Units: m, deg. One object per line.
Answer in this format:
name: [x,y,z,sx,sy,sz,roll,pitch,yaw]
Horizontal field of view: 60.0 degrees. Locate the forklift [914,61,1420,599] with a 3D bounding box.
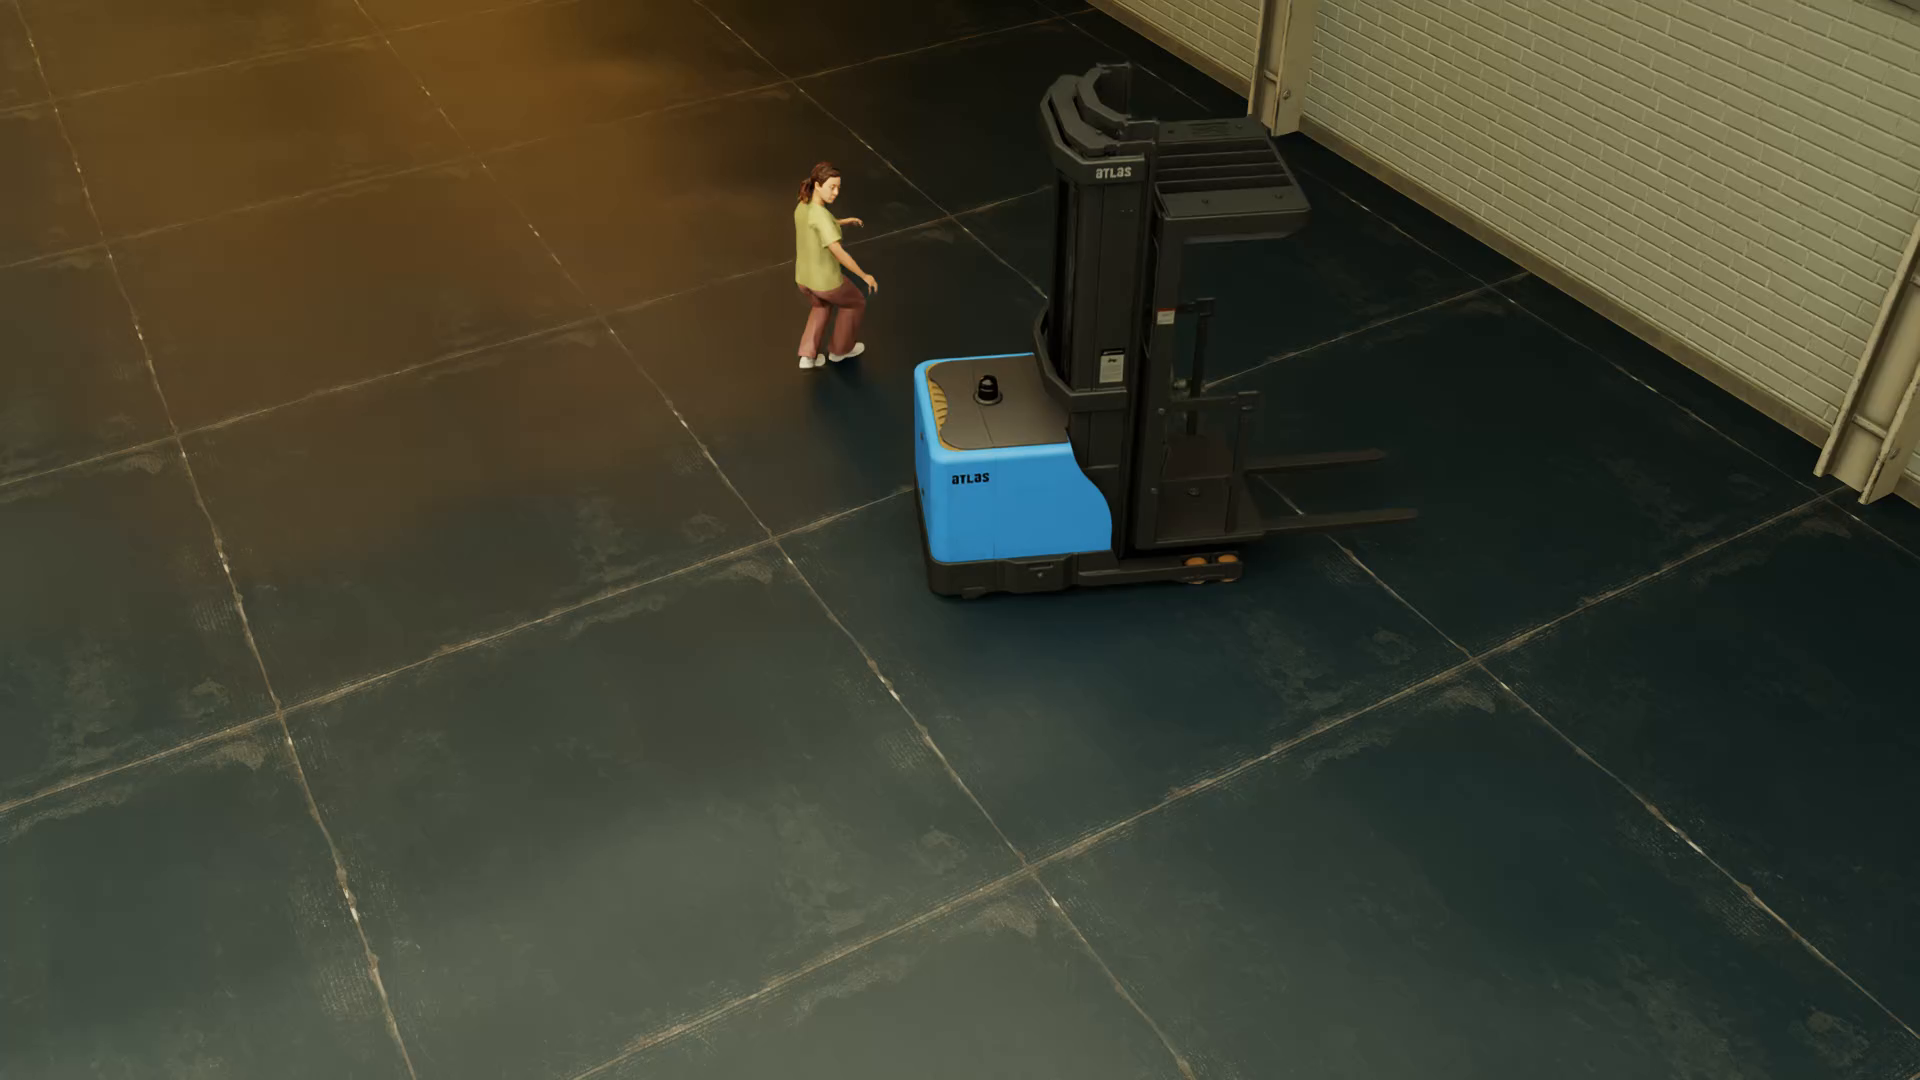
forklift: [1.268,-1.192,9.474,3.031,2.935,1.130,-5,40,-6]

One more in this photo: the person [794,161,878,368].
person: [-0.822,-1.834,11.340,0.787,1.545,0.774,32,49,32]
